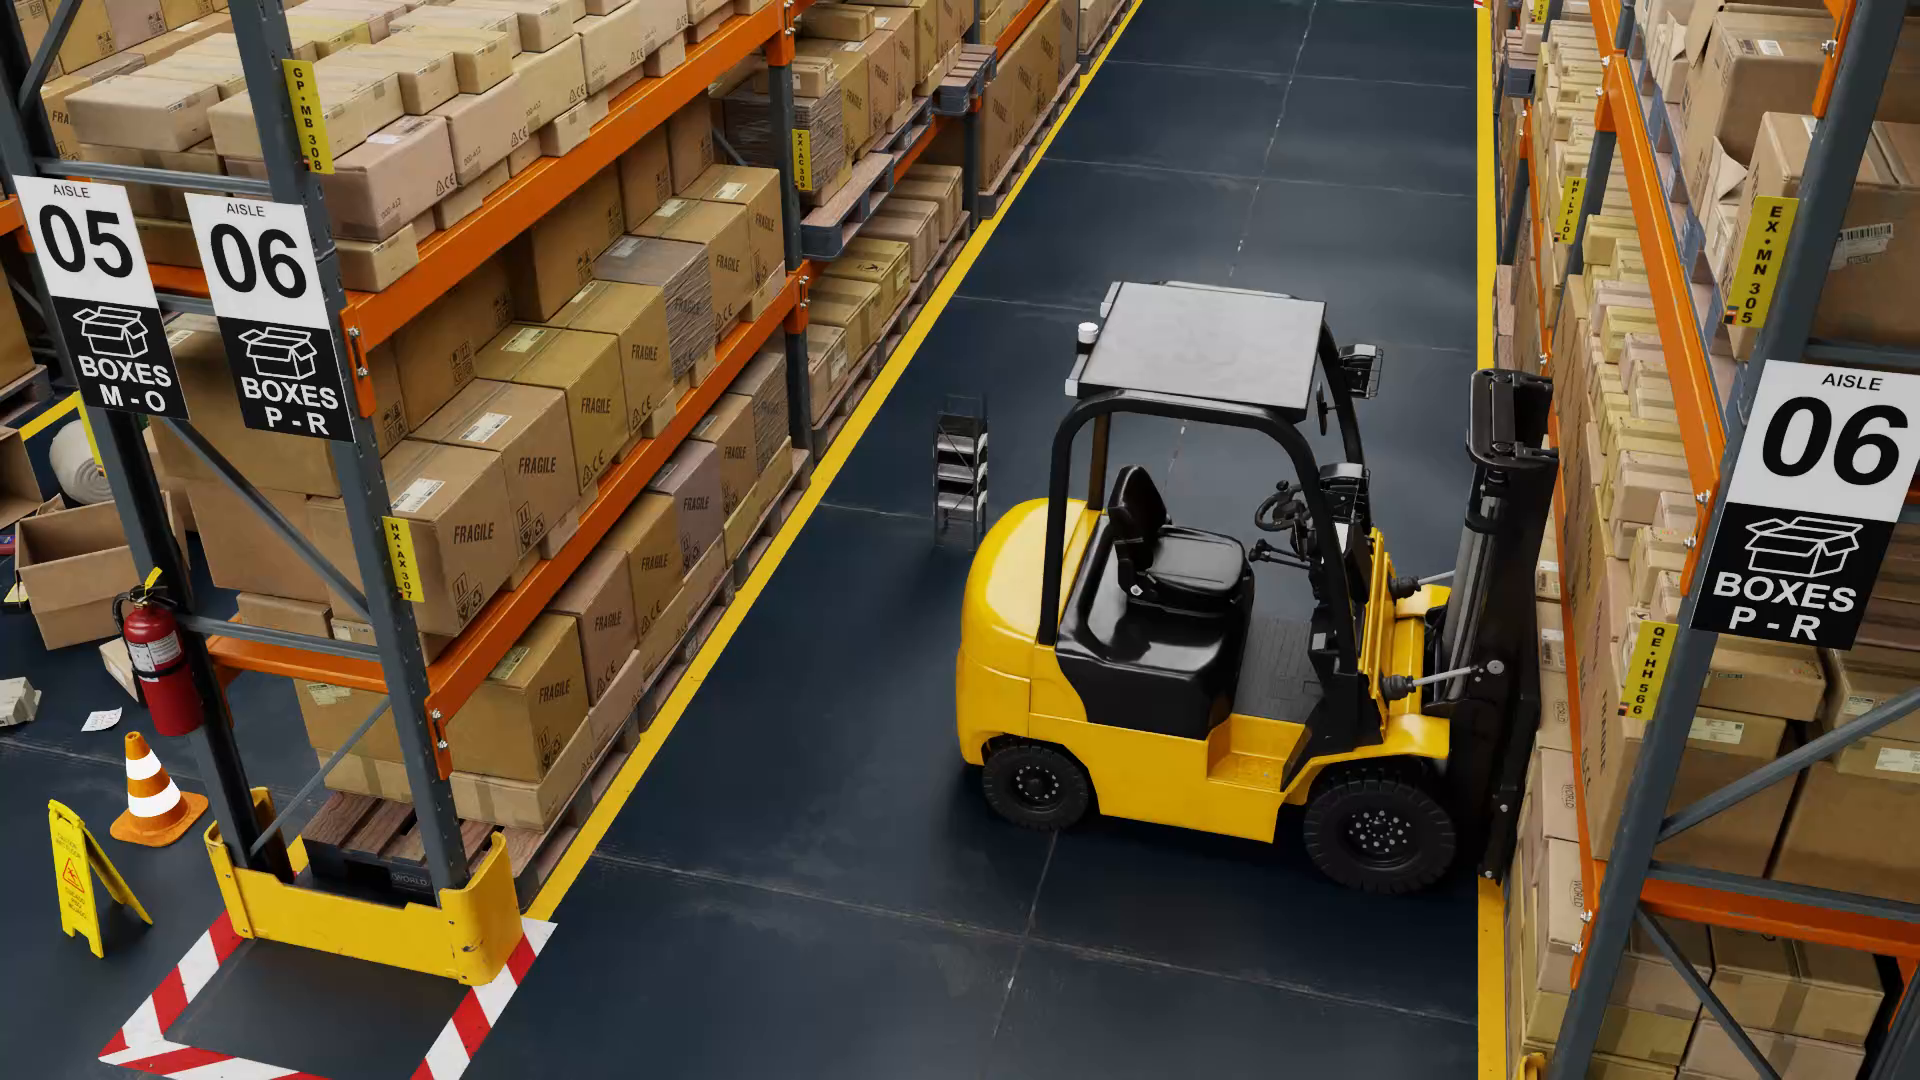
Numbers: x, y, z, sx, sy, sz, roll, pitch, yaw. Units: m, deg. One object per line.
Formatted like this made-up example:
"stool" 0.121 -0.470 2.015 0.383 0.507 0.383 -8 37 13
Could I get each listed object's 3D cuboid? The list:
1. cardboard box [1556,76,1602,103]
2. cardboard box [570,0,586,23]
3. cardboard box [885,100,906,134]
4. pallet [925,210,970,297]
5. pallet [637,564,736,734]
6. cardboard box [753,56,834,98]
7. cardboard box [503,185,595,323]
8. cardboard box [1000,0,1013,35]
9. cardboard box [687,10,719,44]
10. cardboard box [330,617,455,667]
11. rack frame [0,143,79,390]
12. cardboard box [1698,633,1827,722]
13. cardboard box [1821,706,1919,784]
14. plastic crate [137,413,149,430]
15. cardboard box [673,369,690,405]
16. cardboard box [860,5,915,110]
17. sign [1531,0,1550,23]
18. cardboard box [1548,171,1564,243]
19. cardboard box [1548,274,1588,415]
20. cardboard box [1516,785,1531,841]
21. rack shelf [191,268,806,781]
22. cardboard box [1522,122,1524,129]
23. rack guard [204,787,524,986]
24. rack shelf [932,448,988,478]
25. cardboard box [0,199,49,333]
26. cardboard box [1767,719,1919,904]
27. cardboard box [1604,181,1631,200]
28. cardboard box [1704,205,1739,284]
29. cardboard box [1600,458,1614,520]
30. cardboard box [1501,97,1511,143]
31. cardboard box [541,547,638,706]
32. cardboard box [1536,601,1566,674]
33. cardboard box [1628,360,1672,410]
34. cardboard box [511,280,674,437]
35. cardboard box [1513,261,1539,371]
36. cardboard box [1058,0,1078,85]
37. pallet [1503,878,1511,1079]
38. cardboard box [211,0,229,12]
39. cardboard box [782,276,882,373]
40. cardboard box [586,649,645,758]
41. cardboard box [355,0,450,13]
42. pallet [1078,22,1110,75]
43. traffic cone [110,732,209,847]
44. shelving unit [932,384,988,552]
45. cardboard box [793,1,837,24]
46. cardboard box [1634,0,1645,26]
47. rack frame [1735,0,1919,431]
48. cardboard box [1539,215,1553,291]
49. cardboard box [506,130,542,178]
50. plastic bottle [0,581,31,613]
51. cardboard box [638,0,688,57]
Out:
"cardboard box" 3.766 -2.639 9.908 0.380 0.149 0.250 9 33 13
"cardboard box" -1.679 -2.081 6.422 0.380 0.149 0.250 9 33 13
"cardboard box" -0.564 -2.706 10.553 0.380 0.149 0.250 9 34 14
"pallet" -0.552 -2.212 12.532 1.003 0.211 1.213 8 33 12
"pallet" -1.811 0.447 8.350 1.003 0.211 1.213 8 33 12
"cardboard box" -0.906 -2.533 9.072 0.380 0.149 0.250 8 33 12
"cardboard box" -2.038 -1.307 7.208 0.700 0.500 0.500 8 33 12
"cardboard box" 0.128 -4.219 13.231 0.500 0.250 0.500 7 33 11
"cardboard box" -1.343 -2.418 7.695 0.380 0.149 0.250 8 33 13
"cardboard box" -2.096 0.316 6.192 0.380 0.149 0.250 8 33 13
"rack frame" -6.181 -2.340 10.134 1.000 3.000 0.127 8 33 12
"cardboard box" 2.306 0.375 4.888 0.380 0.149 0.250 8 33 12
"cardboard box" 2.756 0.575 4.852 0.380 0.149 0.250 7 33 11
"plastic crate" -4.958 -0.909 10.451 0.662 0.188 0.450 -28 32 -37
"cardboard box" -1.503 -0.747 7.864 0.380 0.149 0.250 7 33 12
"cardboard box" -0.586 -3.050 10.490 0.500 0.500 0.500 7 33 10
"sign" 3.922 -3.644 11.181 0.100 0.325 0.005 8 33 12
"cardboard box" 3.435 -1.749 8.880 0.500 0.250 0.500 7 33 11
"cardboard box" 3.069 -0.892 7.764 0.500 0.500 0.500 7 33 11
"cardboard box" 2.489 0.979 6.620 0.500 0.250 0.500 7 33 11
"rack shelf" -1.875 -0.377 7.717 1.077 0.370 4.000 8 33 12
"cardboard box" 4.479 -3.083 12.638 0.380 0.149 0.250 7 33 11
"rack guard" -2.363 1.373 6.624 1.175 0.500 0.348 8 33 12
"rack shelf" 0.002 -0.432 8.985 0.258 0.077 0.200 8 33 12
"cardboard box" -6.111 -1.902 11.151 1.050 0.750 0.750 8 33 12
"cardboard box" 2.814 0.770 5.150 0.500 0.500 0.500 9 34 14
"cardboard box" 3.354 -1.704 8.437 0.380 0.149 0.250 8 33 12
"cardboard box" 2.336 -0.819 4.696 0.380 0.149 0.250 7 33 11
"cardboard box" 2.538 -0.172 6.026 0.380 0.149 0.250 8 33 13
"cardboard box" 4.868 -3.562 13.995 0.500 0.500 0.500 7 33 11
"cardboard box" -1.777 0.359 7.362 0.500 0.500 0.500 7 33 11
"cardboard box" 2.613 0.520 6.875 0.500 0.250 0.500 7 33 11
"cardboard box" 2.770 -0.550 6.344 0.380 0.149 0.250 8 33 13
"cardboard box" -1.617 -0.817 7.369 0.500 0.500 0.500 7 33 11
"cardboard box" 3.949 -1.284 10.295 0.875 0.625 0.625 7 33 10
"cardboard box" 0.583 -4.817 15.621 0.875 0.875 0.875 9 34 14
"pallet" 2.573 1.806 6.213 1.003 0.211 1.213 8 33 12
"cardboard box" -5.545 -4.119 11.908 0.700 0.500 0.500 8 33 12
"cardboard box" -1.058 -1.432 10.765 0.950 0.372 0.625 10 34 15
"cardboard box" -1.774 0.696 7.531 0.500 0.250 0.500 9 34 14
"cardboard box" -2.158 -2.001 6.296 0.380 0.149 0.250 7 33 11
"pallet" 0.931 -5.077 17.039 1.003 0.211 1.213 8 33 12
"traffic cone" -3.521 1.029 7.199 0.336 0.463 0.334 8 33 12
"shelving unit" 0.002 -0.384 9.015 0.258 0.900 0.210 8 33 12
"cardboard box" -1.079 -3.130 10.616 0.500 0.500 0.500 7 33 11
"cardboard box" 3.027 -2.232 6.919 0.380 0.149 0.250 9 33 13
"rack frame" 2.419 -1.500 3.222 1.000 3.000 0.127 8 33 12
"cardboard box" 3.432 -1.540 9.016 0.500 0.250 0.500 8 33 12
"cardboard box" -1.801 -1.482 6.223 0.380 0.149 0.250 7 33 11
"plastic bottle" -4.930 0.278 8.756 0.133 0.061 0.283 -3 33 -4
"cardboard box" -1.490 -2.255 7.069 0.500 0.250 0.500 7 33 12
